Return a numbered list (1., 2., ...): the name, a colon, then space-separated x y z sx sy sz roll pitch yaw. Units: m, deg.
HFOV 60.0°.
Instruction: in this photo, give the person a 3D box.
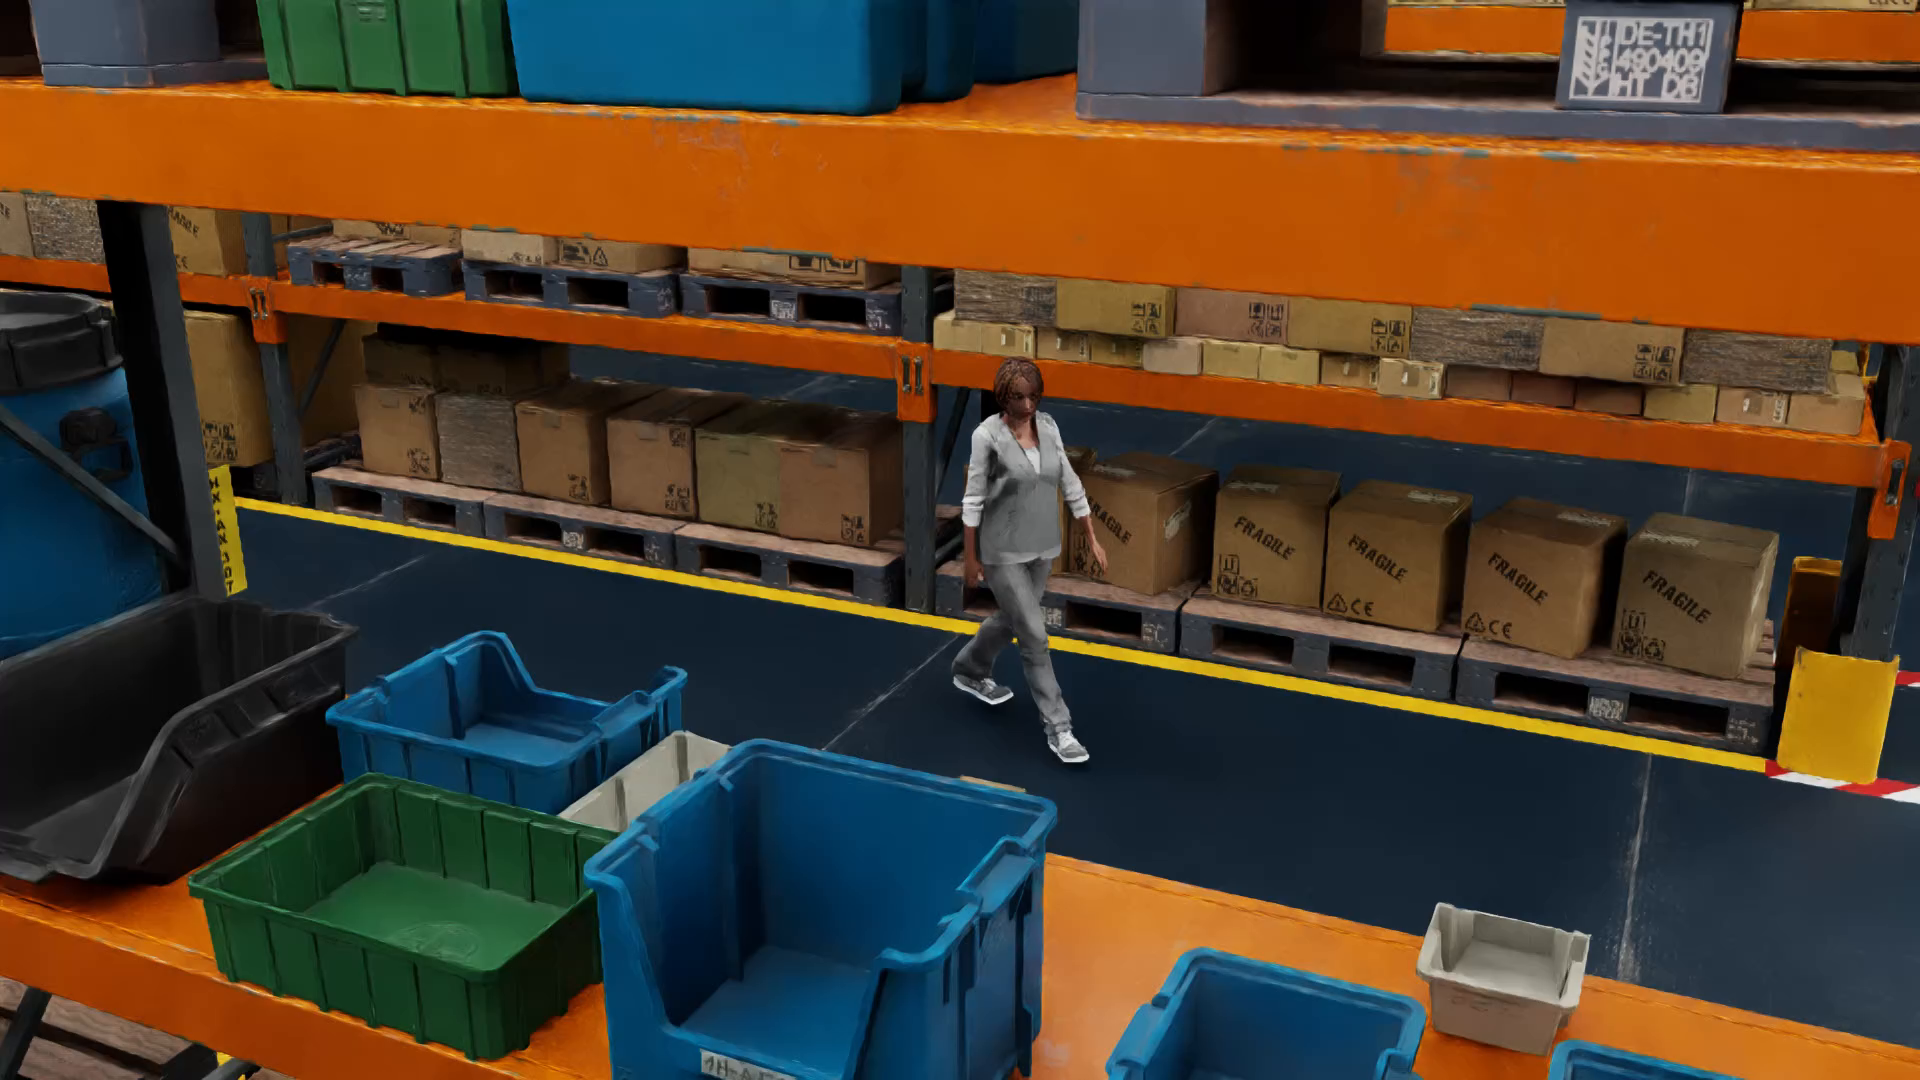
1. person: -8.460 -2.556 7.181 28.449 5.979 13.928 -14 24 -35
